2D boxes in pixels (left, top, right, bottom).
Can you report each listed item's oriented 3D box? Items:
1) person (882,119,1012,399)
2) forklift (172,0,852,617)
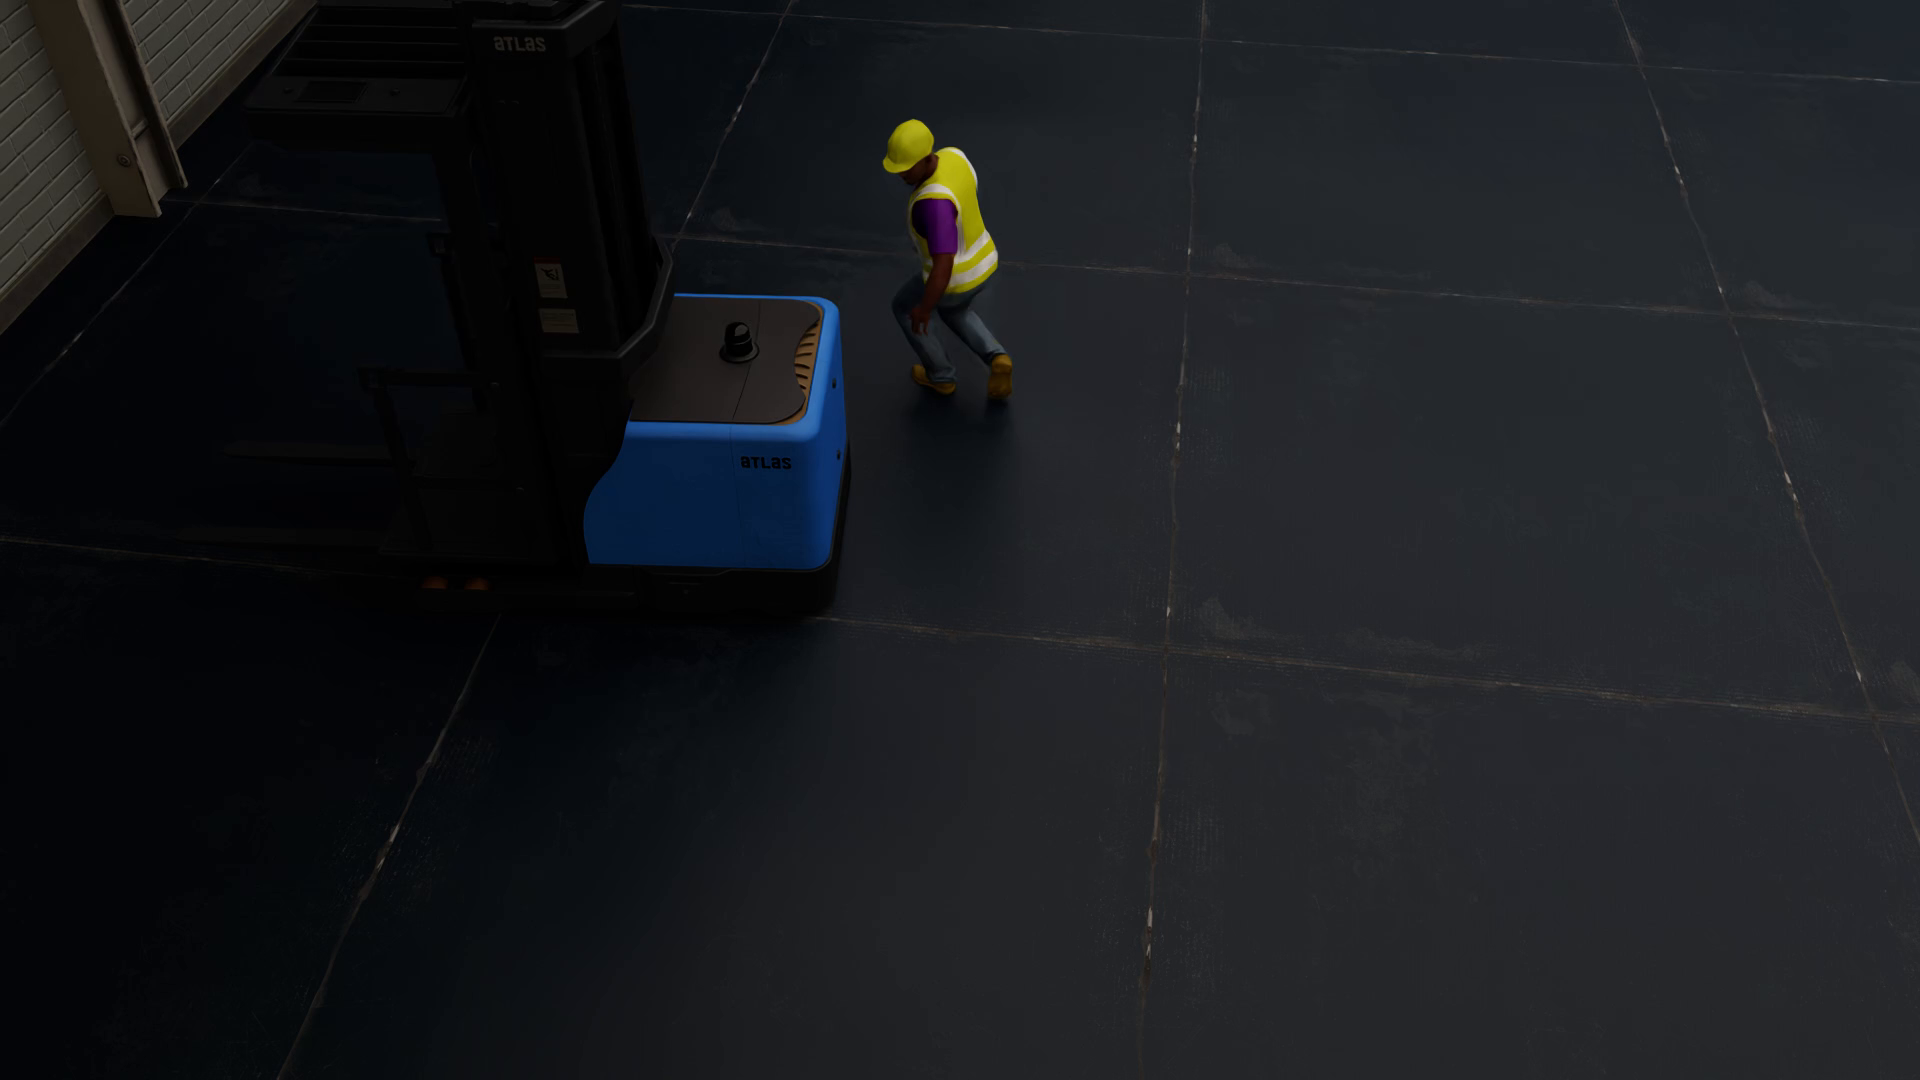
[{"bbox_3d":[-0.061,-1.346,8.235,0.718,1.546,0.732,23,47,23],"label":"person"},{"bbox_3d":[-2.062,-1.105,6.927,3.031,2.935,1.130,2,43,2],"label":"forklift"}]
